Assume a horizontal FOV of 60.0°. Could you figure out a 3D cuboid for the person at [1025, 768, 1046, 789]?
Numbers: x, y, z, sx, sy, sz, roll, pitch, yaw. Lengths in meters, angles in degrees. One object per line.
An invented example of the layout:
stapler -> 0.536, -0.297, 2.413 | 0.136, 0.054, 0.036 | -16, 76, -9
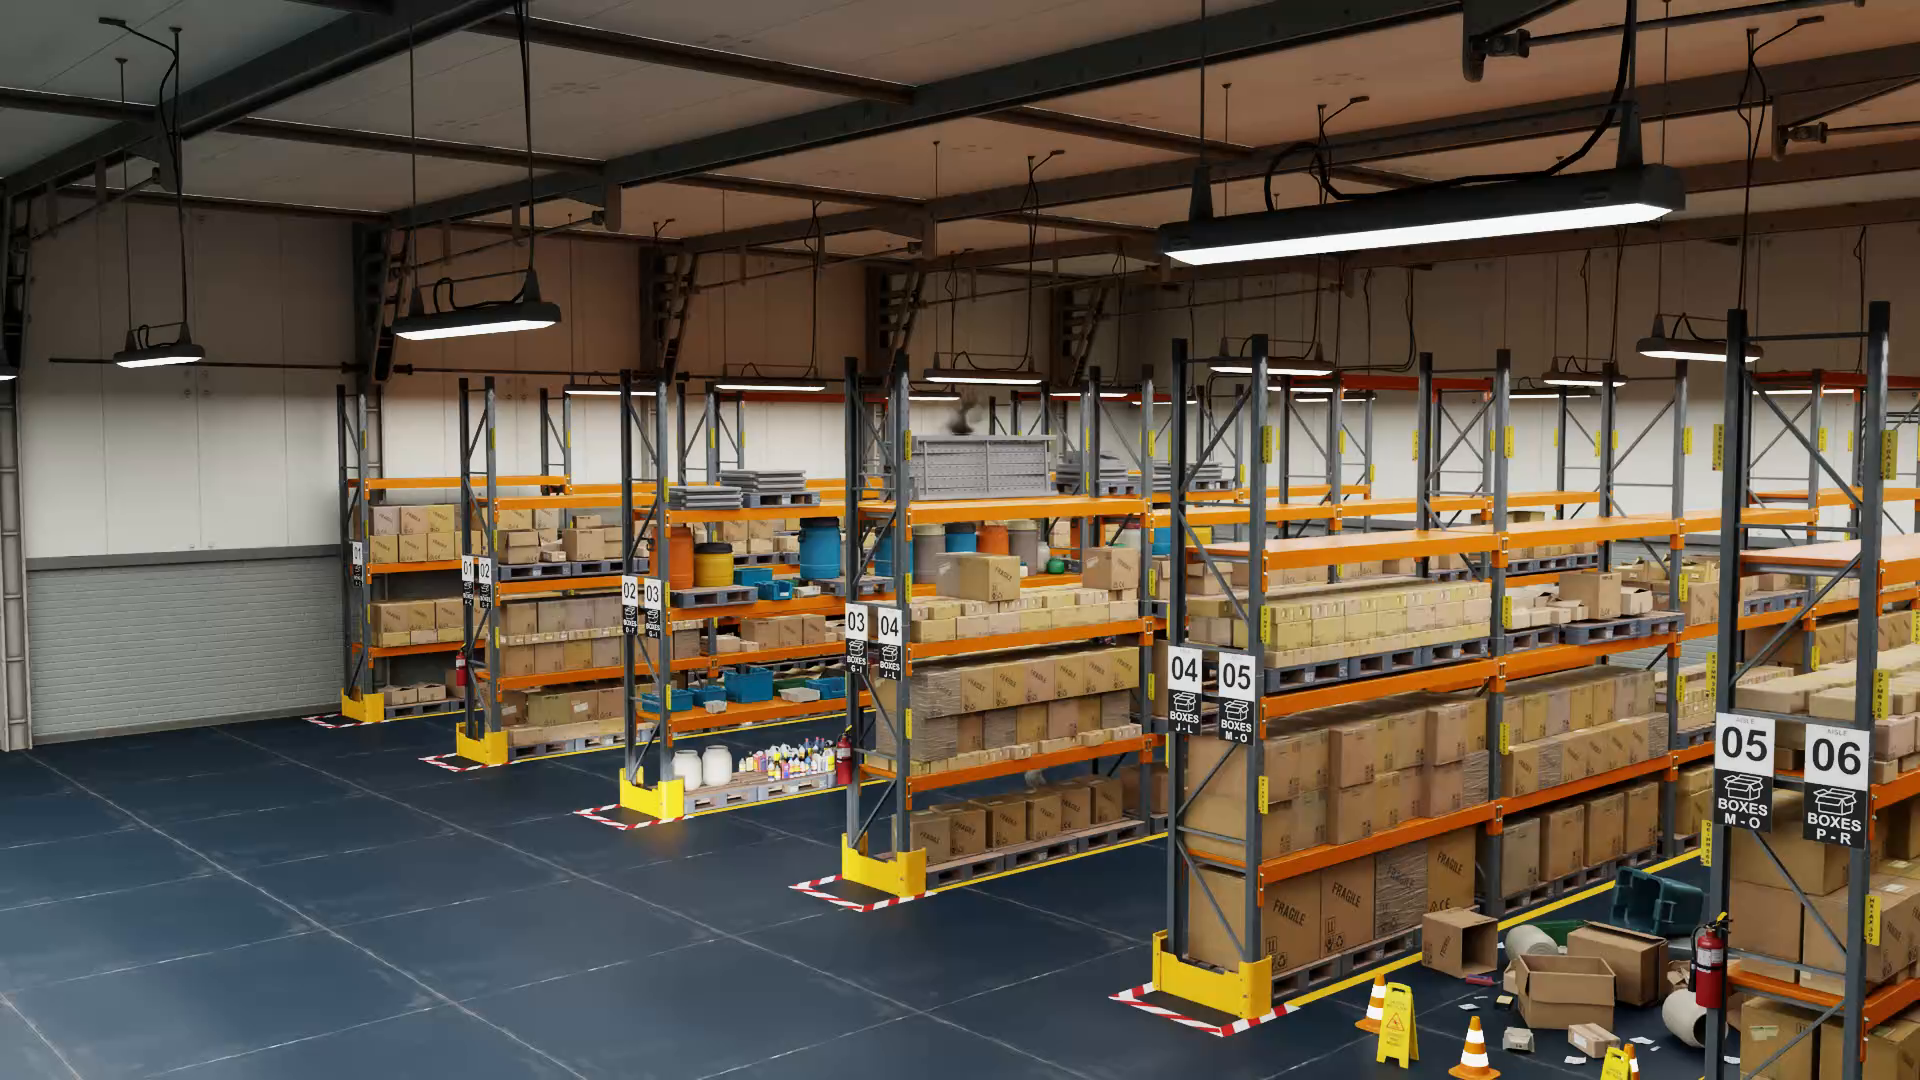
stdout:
person -> 1.014, 2.864, 22.537 | 0.591, 1.638, 0.576 | 4, 5, 45
